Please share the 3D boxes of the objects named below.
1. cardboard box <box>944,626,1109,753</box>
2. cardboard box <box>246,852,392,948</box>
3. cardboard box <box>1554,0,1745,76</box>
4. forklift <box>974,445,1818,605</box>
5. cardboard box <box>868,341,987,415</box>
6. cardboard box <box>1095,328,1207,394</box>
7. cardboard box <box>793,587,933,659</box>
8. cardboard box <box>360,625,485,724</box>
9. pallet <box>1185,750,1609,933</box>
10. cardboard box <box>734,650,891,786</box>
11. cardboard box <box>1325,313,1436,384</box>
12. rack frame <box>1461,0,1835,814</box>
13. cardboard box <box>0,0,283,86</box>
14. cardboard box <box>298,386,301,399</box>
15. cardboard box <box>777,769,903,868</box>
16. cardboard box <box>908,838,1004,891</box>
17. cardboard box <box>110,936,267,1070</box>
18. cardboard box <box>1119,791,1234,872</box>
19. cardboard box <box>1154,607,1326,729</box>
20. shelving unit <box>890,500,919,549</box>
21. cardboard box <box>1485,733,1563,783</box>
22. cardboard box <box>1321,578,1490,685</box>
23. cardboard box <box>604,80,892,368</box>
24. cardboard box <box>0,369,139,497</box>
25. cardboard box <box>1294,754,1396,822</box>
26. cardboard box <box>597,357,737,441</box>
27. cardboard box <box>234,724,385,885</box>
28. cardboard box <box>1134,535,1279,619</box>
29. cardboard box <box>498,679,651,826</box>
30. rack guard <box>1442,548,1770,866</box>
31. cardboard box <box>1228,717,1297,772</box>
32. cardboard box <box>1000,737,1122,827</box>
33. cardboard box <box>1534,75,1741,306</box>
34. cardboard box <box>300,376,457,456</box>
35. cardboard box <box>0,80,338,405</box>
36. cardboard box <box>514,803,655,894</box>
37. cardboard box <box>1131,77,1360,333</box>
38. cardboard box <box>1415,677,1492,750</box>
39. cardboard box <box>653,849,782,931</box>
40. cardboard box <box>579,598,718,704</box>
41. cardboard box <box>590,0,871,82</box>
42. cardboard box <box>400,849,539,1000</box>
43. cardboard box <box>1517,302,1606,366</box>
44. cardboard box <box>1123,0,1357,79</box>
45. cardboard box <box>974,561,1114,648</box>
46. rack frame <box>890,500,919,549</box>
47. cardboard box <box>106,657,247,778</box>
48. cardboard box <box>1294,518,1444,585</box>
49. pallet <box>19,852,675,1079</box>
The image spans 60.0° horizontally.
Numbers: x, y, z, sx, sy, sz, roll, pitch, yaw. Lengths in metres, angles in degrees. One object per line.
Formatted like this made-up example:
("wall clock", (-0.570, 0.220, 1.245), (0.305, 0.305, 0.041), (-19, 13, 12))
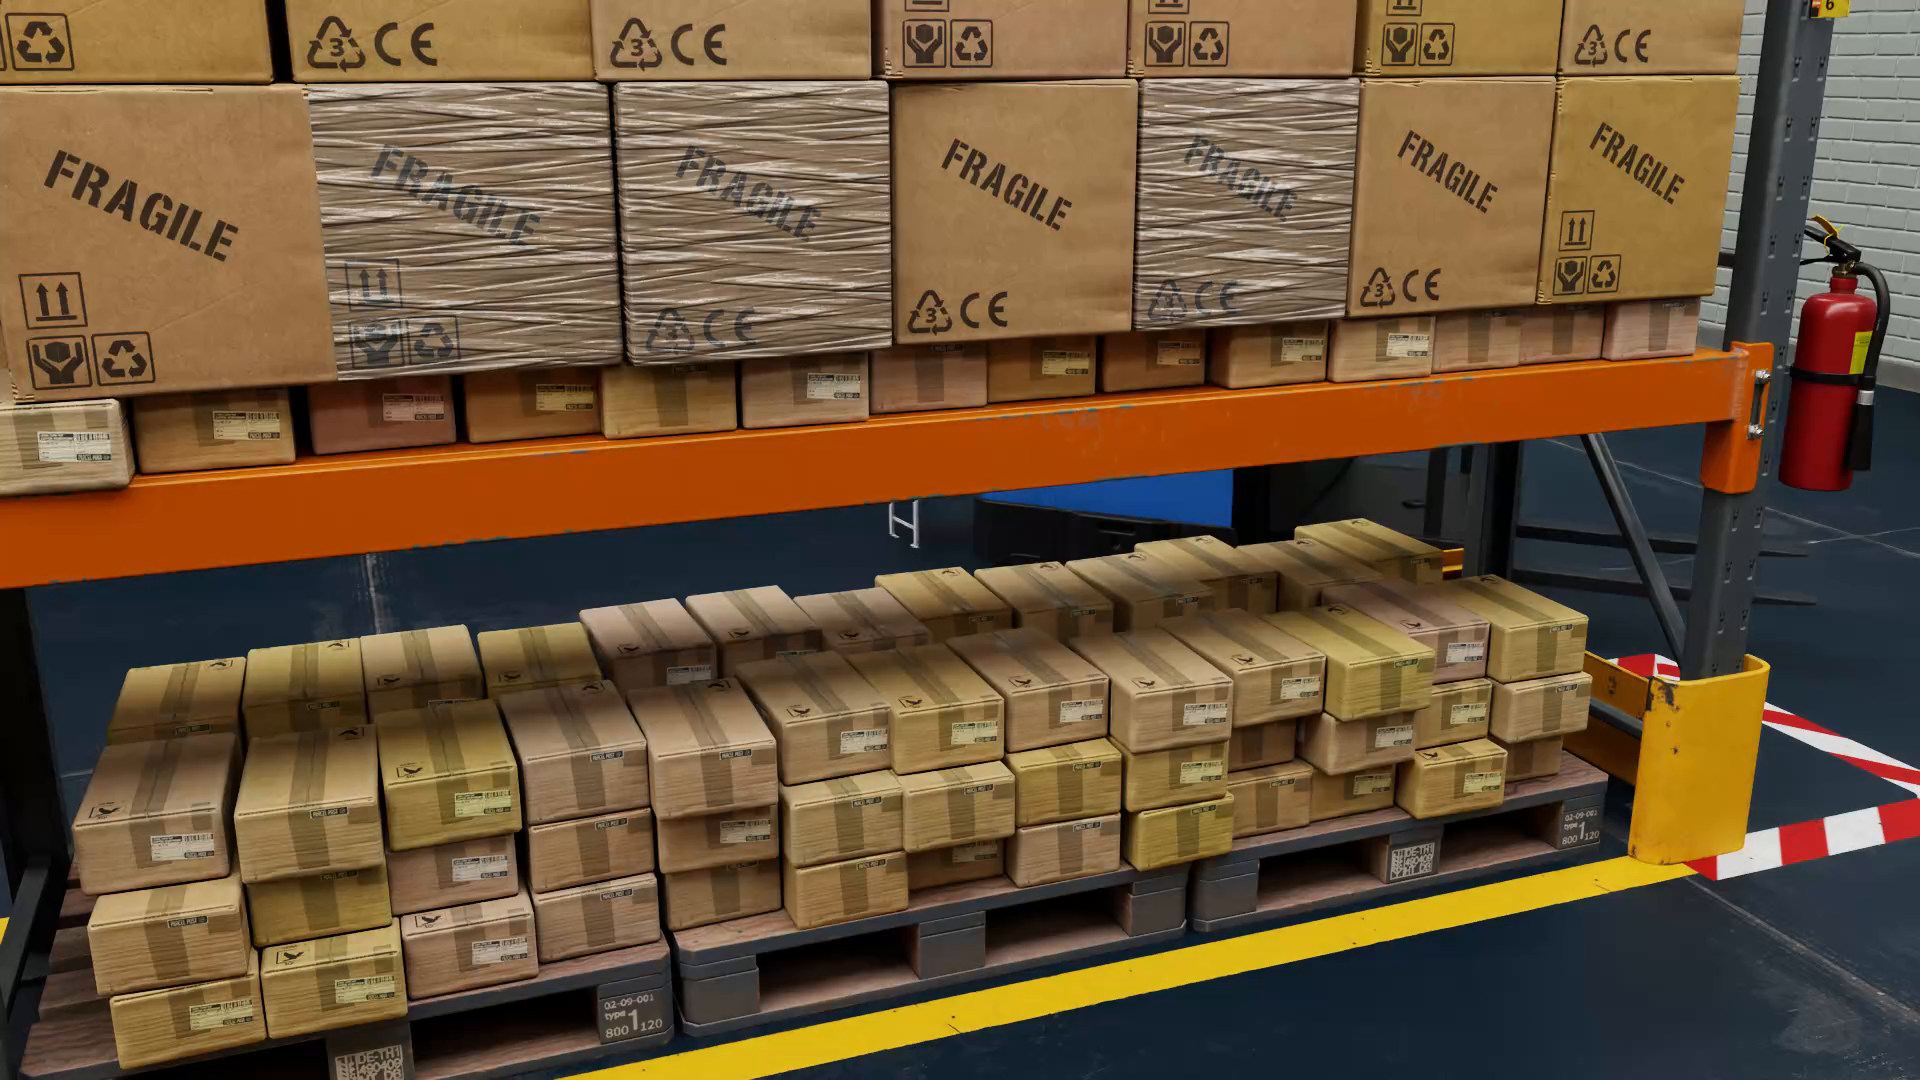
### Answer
("cardboard box", (0.149, 0.341, 3.873), (0.250, 0.149, 0.380), (-7, 18, -22))
("cardboard box", (-1.293, 0.647, 3.358), (0.250, 0.149, 0.380), (-6, 17, -20))
("cardboard box", (1.447, -1.337, 3.849), (0.500, 0.500, 0.500), (-7, 18, -21))
("forklift", (1.621, -1.235, 6.102), (3.031, 2.935, 1.130), (7, 18, 22))
("cardboard box", (-0.122, -0.382, 3.521), (0.250, 0.149, 0.380), (-5, 17, -18))
("cardboard box", (0.348, -0.444, 3.732), (0.250, 0.149, 0.380), (-7, 18, -22))
("cardboard box", (-0.248, 0.254, 4.167), (0.250, 0.149, 0.380), (-6, 17, -20))
("cardboard box", (-1.256, 0.338, 3.881), (0.250, 0.149, 0.380), (-6, 18, -21))
("pallet", (0.943, 0.640, 4.545), (1.213, 0.211, 1.003), (-6, 17, -20))
("cardboard box", (-0.330, 0.389, 3.708), (0.250, 0.149, 0.380), (-7, 18, -22))
("cardboard box", (0.878, -0.474, 3.836), (0.250, 0.149, 0.380), (-6, 17, -19))
("rack frame", (1.785, -0.778, 4.426), (0.127, 3.000, 1.000), (-6, 17, -20))
("cardboard box", (-1.441, -1.027, 2.792), (0.500, 0.500, 0.500), (-6, 17, -19))
("cardboard box", (-1.565, -0.400, 3.582), (0.250, 0.149, 0.380), (-7, 18, -22))
("cardboard box", (-0.301, 0.556, 3.667), (0.250, 0.149, 0.380), (-6, 18, -20))
("cardboard box", (-0.080, 0.651, 3.872), (0.250, 0.149, 0.380), (-6, 17, -19))
("cardboard box", (-1.495, 0.839, 3.232), (0.250, 0.149, 0.380), (-7, 18, -22))
("cardboard box", (0.445, 0.623, 3.968), (0.250, 0.149, 0.380), (-7, 18, -23))
("cardboard box", (0.666, 0.302, 4.006), (0.250, 0.149, 0.380), (-7, 18, -22))
("shelving unit", (-0.025, -0.602, 7.018), (0.503, 1.200, 0.258), (-9, 19, -28))
("cardboard box", (1.369, 0.496, 4.401), (0.250, 0.149, 0.380), (-6, 17, -19))
("cardboard box", (1.127, 0.233, 4.241), (0.250, 0.149, 0.380), (-6, 17, -19))
("cardboard box", (-0.454, -0.643, 3.257), (0.500, 0.500, 0.500), (-7, 18, -21))
("cardboard box", (-1.568, -0.197, 2.892), (0.250, 0.149, 0.380), (-5, 17, -18))
("cardboard box", (0.887, 0.552, 4.208), (0.250, 0.149, 0.380), (-6, 17, -20))
("cardboard box", (-0.608, -0.317, 3.302), (0.250, 0.149, 0.380), (-6, 17, -19))
("cardboard box", (-1.276, 0.513, 3.285), (0.250, 0.149, 0.380), (-5, 17, -17))
("cardboard box", (0.679, 0.117, 4.635), (0.250, 0.149, 0.380), (-6, 17, -20))
("cardboard box", (-0.822, 0.443, 3.526), (0.250, 0.149, 0.380), (-7, 18, -22))
("rack guard", (1.714, 0.429, 4.752), (0.348, 0.500, 1.175), (-6, 17, -20))
("cardboard box", (0.622, 0.426, 4.109), (0.250, 0.149, 0.380), (-6, 18, -21))
("cardboard box", (0.185, 0.503, 3.849), (0.250, 0.149, 0.380), (-5, 17, -17))
("cardboard box", (1.458, -0.856, 3.985), (0.500, 0.500, 0.500), (-6, 17, -19))
("cardboard box", (-1.123, -0.283, 3.186), (0.250, 0.149, 0.380), (-7, 18, -23))
("cardboard box", (-1.397, -0.550, 2.941), (0.500, 0.500, 0.500), (-6, 18, -21))
("cardboard box", (-0.825, 0.586, 3.564), (0.250, 0.149, 0.380), (-7, 18, -23))
("cardboard box", (0.505, -0.752, 3.630), (0.500, 0.500, 0.500), (-6, 17, -20))
("cardboard box", (1.131, 0.386, 4.248), (0.250, 0.149, 0.380), (-7, 18, -21))
("cardboard box", (-0.575, 0.698, 3.711), (0.250, 0.149, 0.380), (-7, 18, -22))
("cardboard box", (-0.766, 0.281, 4.076), (0.250, 0.149, 0.380), (-7, 18, -23))
("cardboard box", (-0.481, -1.126, 3.129), (0.500, 0.500, 0.500), (-6, 17, -19))
("cardboard box", (-1.033, 0.773, 3.455), (0.250, 0.149, 0.380), (-6, 17, -20))
("cardboard box", (1.336, -0.536, 4.044), (0.250, 0.149, 0.380), (-6, 17, -20))
("cardboard box", (0.492, -1.231, 3.488), (0.500, 0.500, 0.500), (-5, 17, -17))
("cardboard box", (0.215, 0.189, 4.389), (0.250, 0.149, 0.380), (-5, 17, -18))
("rack frame", (-0.237, -0.568, 6.903), (0.015, 1.200, 0.240), (-9, 19, -28))
("cardboard box", (-1.711, 0.401, 3.666), (0.250, 0.149, 0.380), (-6, 17, -18))
("cardboard box", (1.175, 0.066, 4.809), (0.250, 0.149, 0.380), (-7, 18, -23))
("pallet", (-1.335, 0.886, 3.707), (1.213, 0.211, 1.003), (-6, 17, -20))
